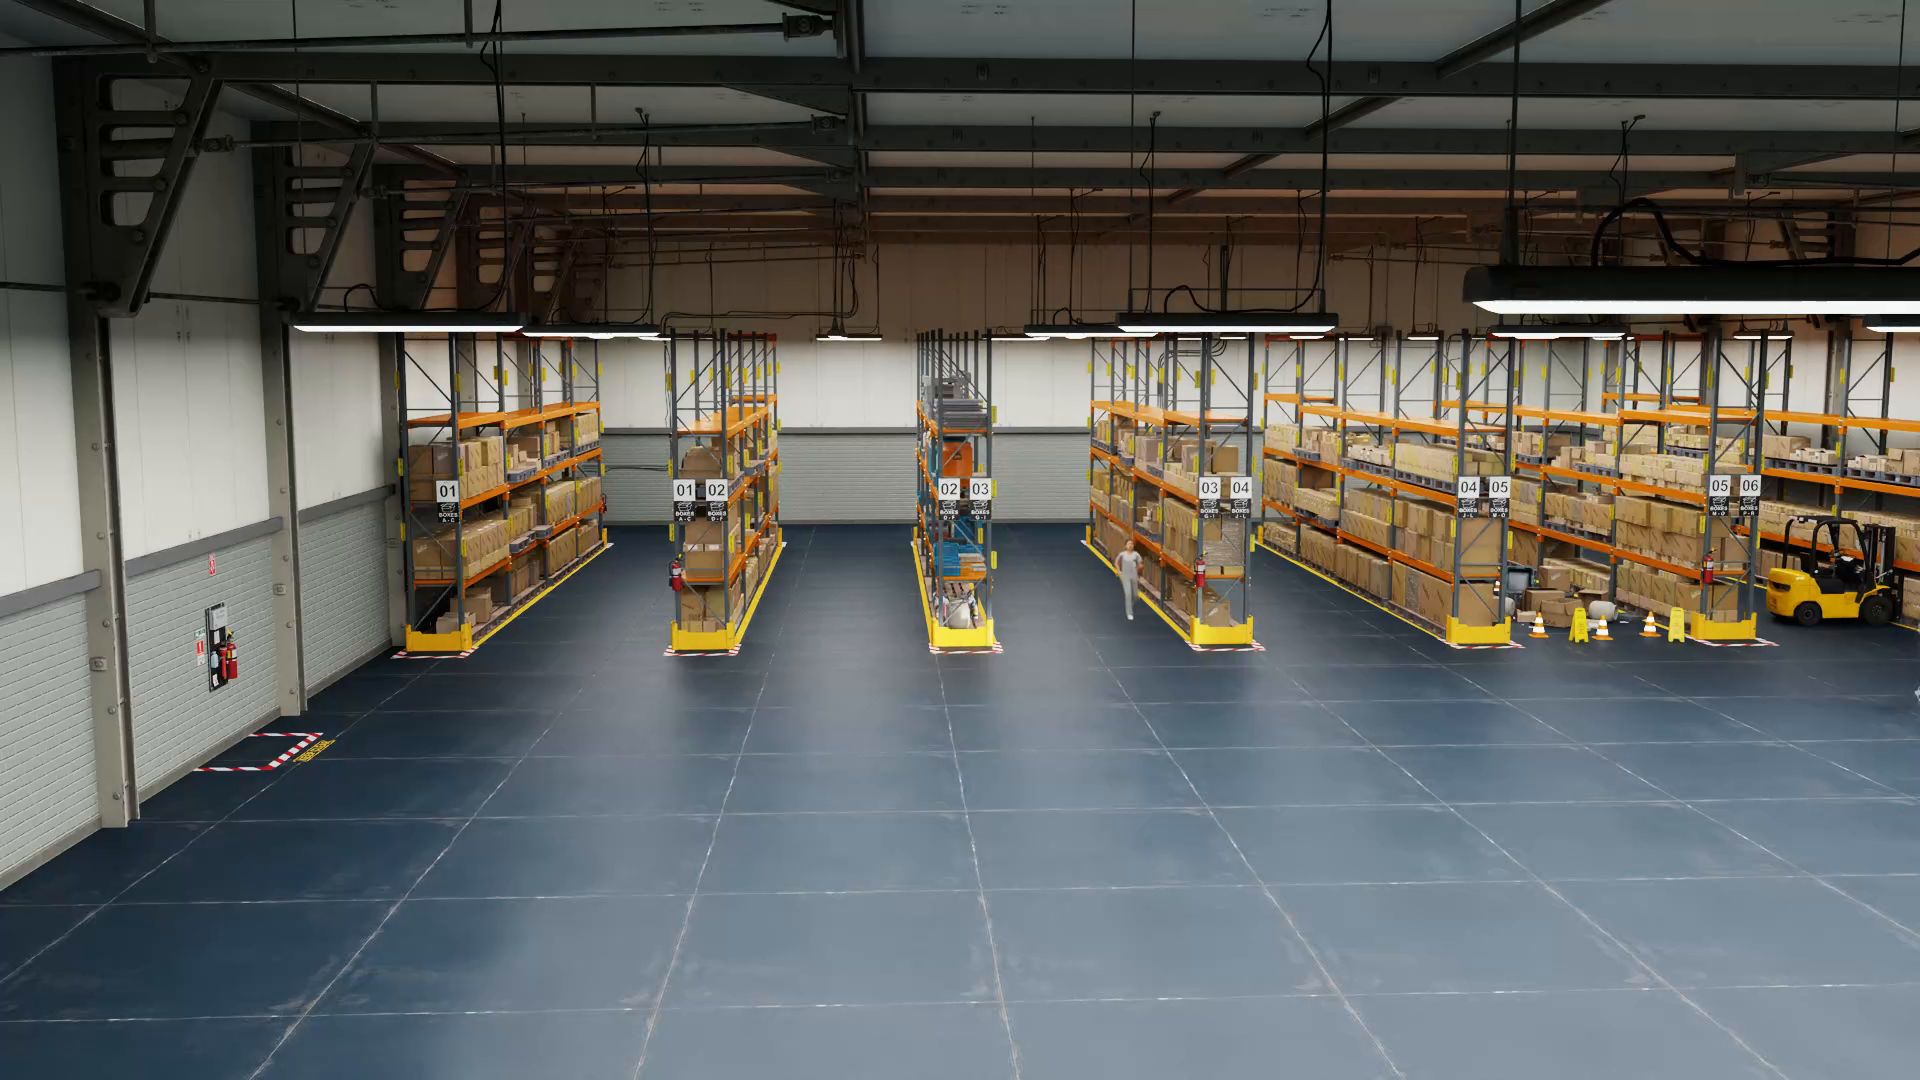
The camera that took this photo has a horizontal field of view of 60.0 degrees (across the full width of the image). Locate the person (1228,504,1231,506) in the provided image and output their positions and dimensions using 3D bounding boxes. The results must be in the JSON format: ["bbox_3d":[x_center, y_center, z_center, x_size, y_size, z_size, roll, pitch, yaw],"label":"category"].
[{"bbox_3d":[8.132,-0.826,48.833,0.666,1.683,0.735,-4,8,-32],"label":"person"}]

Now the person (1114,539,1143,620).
[{"bbox_3d":[3.501,0.791,34.422,0.577,1.639,0.881,-1,7,-5],"label":"person"}]
